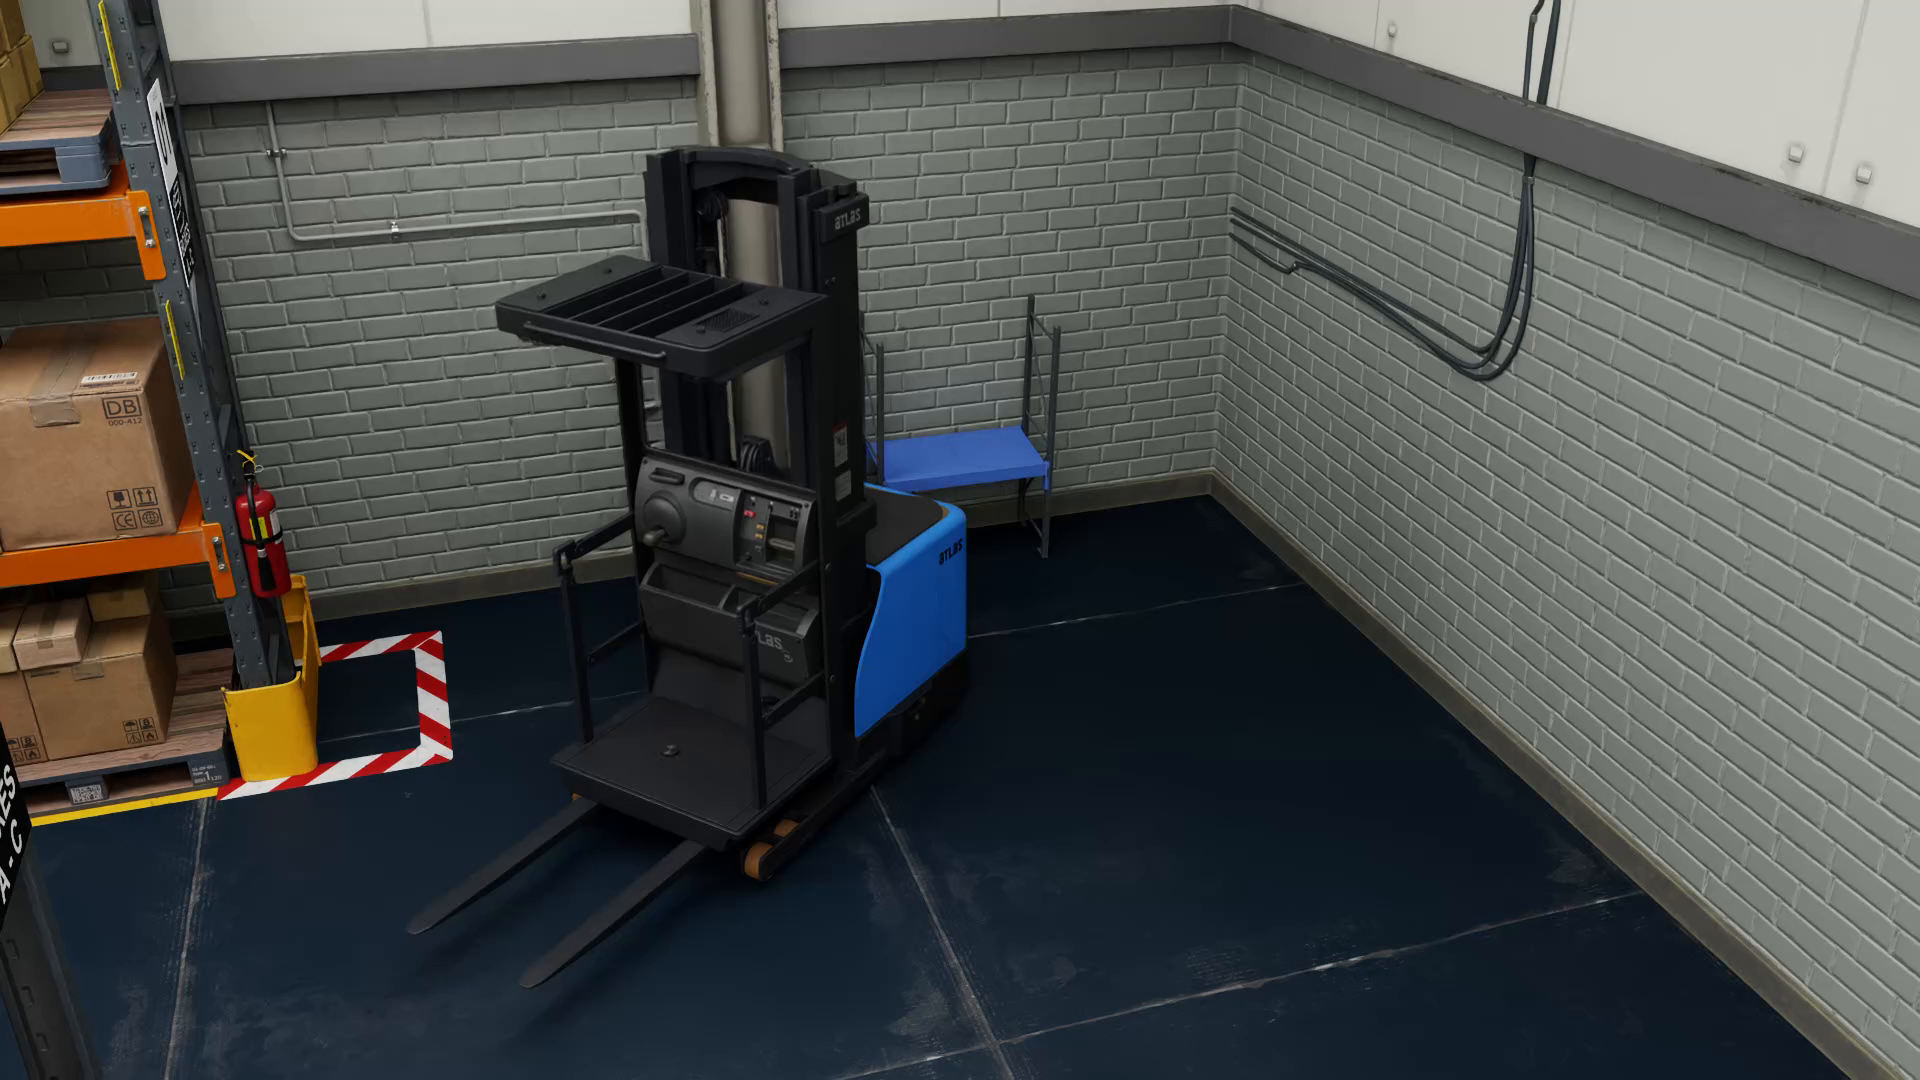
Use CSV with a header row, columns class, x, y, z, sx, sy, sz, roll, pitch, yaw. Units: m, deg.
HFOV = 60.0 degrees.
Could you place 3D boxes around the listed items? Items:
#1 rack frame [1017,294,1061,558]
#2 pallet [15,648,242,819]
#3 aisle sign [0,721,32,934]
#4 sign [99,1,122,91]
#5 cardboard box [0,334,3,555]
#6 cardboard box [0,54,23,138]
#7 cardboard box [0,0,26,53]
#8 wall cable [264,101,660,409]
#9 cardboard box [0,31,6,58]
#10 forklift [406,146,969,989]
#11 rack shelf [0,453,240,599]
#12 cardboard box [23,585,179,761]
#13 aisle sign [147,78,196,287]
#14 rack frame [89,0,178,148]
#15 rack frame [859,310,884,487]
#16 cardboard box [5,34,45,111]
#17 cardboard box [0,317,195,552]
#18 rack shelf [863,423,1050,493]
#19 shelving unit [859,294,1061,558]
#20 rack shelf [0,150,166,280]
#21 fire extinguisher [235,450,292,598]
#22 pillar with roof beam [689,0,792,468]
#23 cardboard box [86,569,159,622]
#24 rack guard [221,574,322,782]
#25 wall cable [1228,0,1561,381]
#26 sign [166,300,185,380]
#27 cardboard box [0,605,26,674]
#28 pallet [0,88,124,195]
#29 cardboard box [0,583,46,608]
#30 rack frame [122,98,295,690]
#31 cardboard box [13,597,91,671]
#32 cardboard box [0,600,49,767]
class,x,y,z,sx,sy,sz,roll,pitch,yaw
rack frame,0.462,-0.660,9.848,0.032,1.500,0.500,-7,32,-15
pallet,-4.195,0.944,8.111,1.213,0.211,1.003,-8,28,-16
aisle sign,-1.947,0.348,3.252,0.004,0.787,0.394,-8,28,-16
sign,-3.304,-1.921,6.467,0.005,0.325,0.100,-8,28,-16
cardboard box,-4.629,-0.403,7.351,0.700,0.700,0.980,-8,28,-17
cardboard box,-4.073,-1.744,6.601,0.500,0.250,0.500,-7,27,-15
cardboard box,-4.228,-2.295,6.866,0.500,0.500,0.500,-9,28,-18
wall cable,-2.534,-1.479,8.714,1.851,1.984,0.084,-8,28,-16
cardboard box,-4.070,-2.077,6.428,0.500,0.500,0.500,-8,28,-16
forklift,-1.144,-0.061,7.078,1.130,2.935,3.031,15,30,27
rack shelf,-5.360,0.150,7.384,4.000,0.370,1.077,-8,28,-16
cardboard box,-4.093,0.622,7.962,0.500,0.500,0.700,-8,28,-16
aisle sign,-3.297,-1.495,6.965,0.004,0.787,0.394,-8,28,-16
rack frame,-3.459,-3.135,6.445,0.127,3.000,1.000,-8,28,-16
rack frame,-0.514,-0.532,9.590,0.032,1.500,0.500,-7,32,-15
cardboard box,-4.229,-1.960,7.036,0.500,0.250,0.500,-7,27,-13
cardboard box,-3.941,-0.508,7.562,0.700,0.700,0.980,-7,27,-14
rack shelf,-0.030,-0.442,9.811,1.000,0.185,0.538,-7,32,-15
shelving unit,-0.026,-0.596,9.719,1.048,1.500,0.538,-7,32,-15
rack shelf,-5.360,-1.194,6.717,4.000,0.370,1.077,-8,28,-16
fire extinguisher,-3.172,-0.072,7.528,0.183,0.674,0.296,-8,28,-16
pillar with roof beam,0.174,-2.052,4.264,0.400,9.000,9.100,-8,28,-16
cardboard box,-4.036,0.230,8.023,0.250,0.149,0.380,-8,28,-16
rack guard,-3.436,0.668,8.342,0.348,0.500,1.175,-8,28,-16
wall cable,2.030,-2.372,8.400,0.112,2.526,3.097,-8,28,-16
sign,-3.304,-0.841,7.003,0.005,0.325,0.100,-8,28,-16
cardboard box,-4.402,0.462,7.556,0.250,0.149,0.380,-7,27,-15
pallet,-4.161,-1.645,6.917,1.213,0.211,1.003,-8,28,-16
cardboard box,-4.518,0.300,7.882,0.250,0.149,0.380,-8,28,-16
rack frame,-3.459,-0.448,7.779,0.127,3.000,1.000,-8,28,-16
cardboard box,-4.159,0.426,7.627,0.250,0.149,0.380,-9,28,-17
cardboard box,-4.569,0.691,7.823,0.500,0.500,0.700,-8,28,-16
